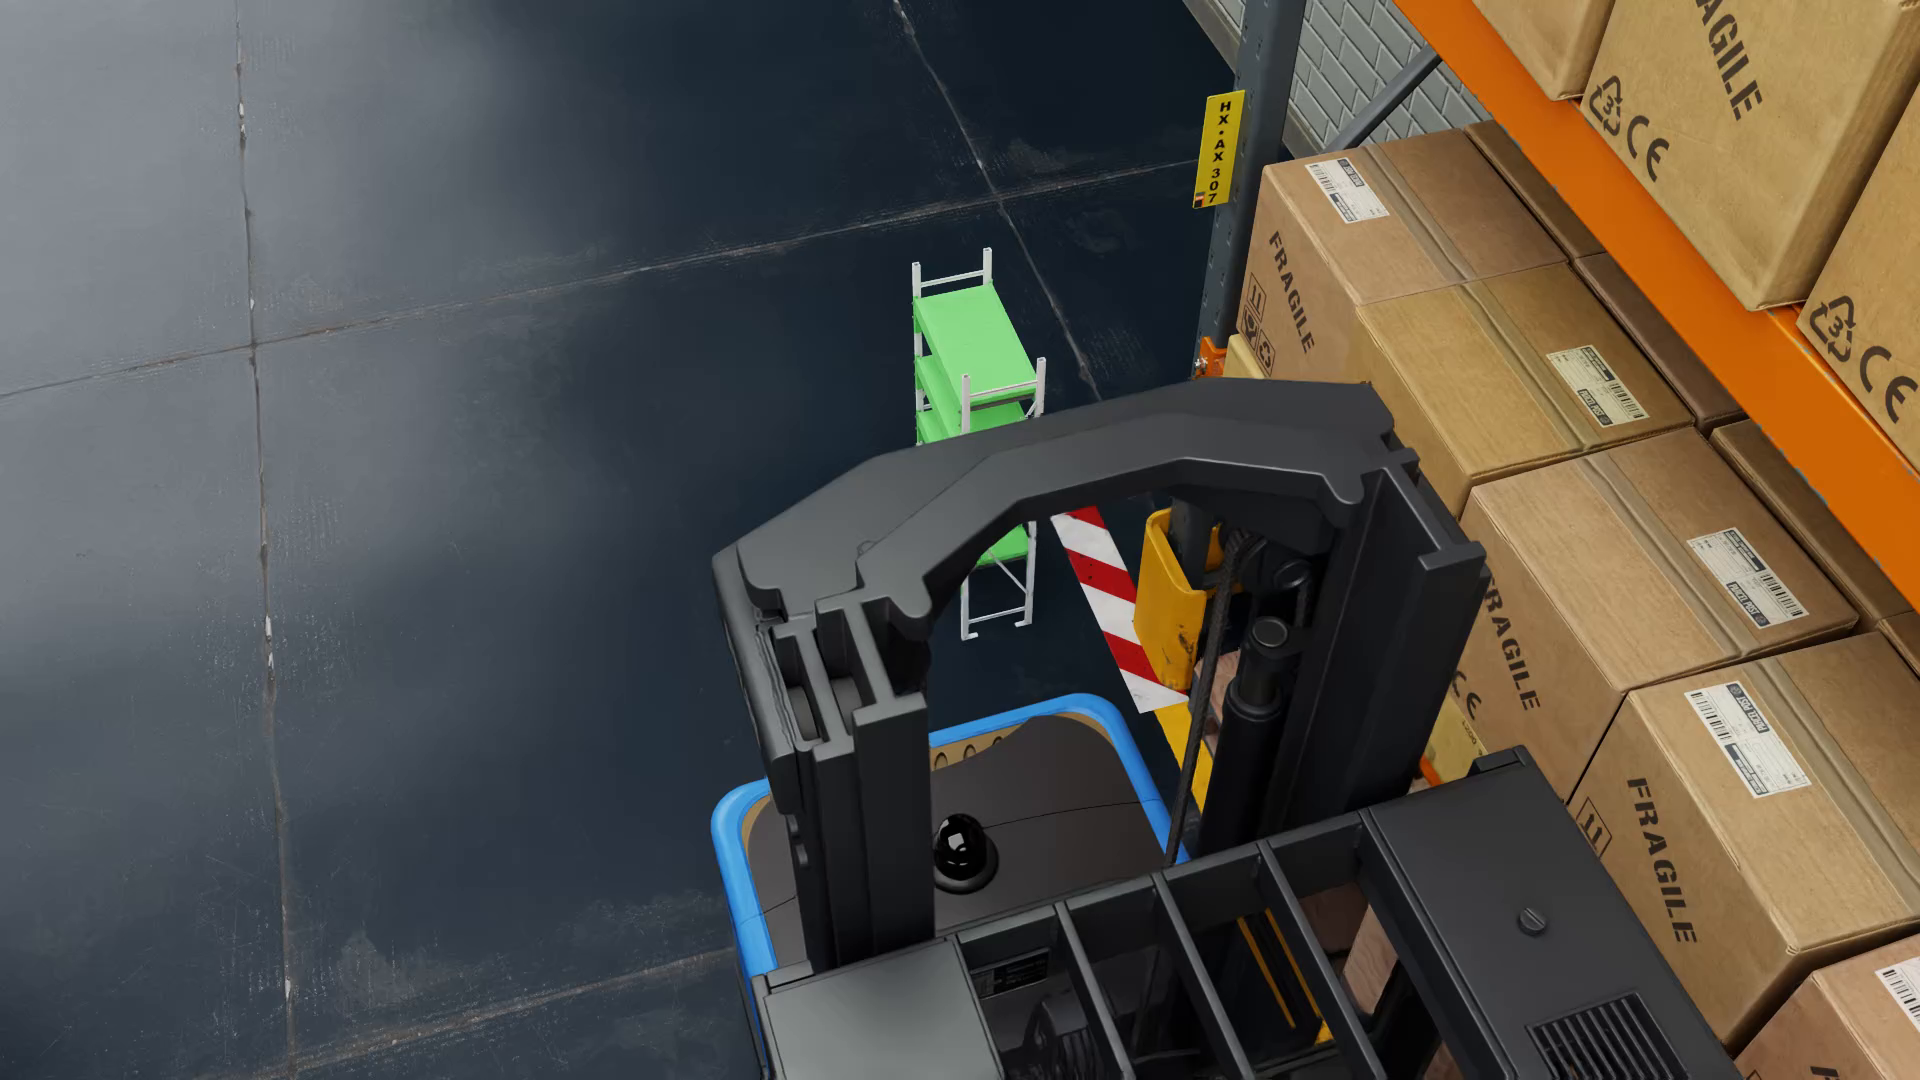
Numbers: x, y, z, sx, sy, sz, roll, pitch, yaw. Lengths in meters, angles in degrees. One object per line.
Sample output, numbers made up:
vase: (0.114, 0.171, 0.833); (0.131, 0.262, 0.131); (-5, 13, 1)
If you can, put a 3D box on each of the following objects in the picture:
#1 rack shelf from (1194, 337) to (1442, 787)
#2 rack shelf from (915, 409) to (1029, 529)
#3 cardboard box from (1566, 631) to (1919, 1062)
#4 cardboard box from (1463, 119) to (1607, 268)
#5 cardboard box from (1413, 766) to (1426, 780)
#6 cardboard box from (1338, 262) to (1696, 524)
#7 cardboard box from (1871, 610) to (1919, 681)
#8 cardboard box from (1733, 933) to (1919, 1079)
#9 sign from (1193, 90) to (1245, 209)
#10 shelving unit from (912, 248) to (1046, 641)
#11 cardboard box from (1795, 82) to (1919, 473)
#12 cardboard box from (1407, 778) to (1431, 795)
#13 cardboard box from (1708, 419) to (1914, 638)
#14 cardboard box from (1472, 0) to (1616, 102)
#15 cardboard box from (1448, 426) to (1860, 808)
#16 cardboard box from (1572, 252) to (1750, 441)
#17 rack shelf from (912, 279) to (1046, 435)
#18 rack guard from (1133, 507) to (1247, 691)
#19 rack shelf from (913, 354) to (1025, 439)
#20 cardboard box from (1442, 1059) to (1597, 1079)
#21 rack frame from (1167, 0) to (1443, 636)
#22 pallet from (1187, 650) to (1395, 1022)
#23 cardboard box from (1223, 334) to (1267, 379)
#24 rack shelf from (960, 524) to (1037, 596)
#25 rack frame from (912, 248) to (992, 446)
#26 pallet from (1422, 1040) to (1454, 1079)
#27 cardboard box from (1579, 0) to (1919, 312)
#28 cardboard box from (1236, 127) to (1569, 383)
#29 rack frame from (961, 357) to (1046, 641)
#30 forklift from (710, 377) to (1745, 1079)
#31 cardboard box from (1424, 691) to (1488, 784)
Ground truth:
rack shelf: (1.736, 0.910, 3.492); (1.077, 0.370, 4.000); (-13, 51, -11)
rack shelf: (0.049, -0.225, 5.238); (0.258, 0.148, 0.480); (-13, 51, -11)
cardboard box: (1.446, 0.550, 2.919); (0.500, 0.500, 0.500); (-12, 51, -10)
cardboard box: (1.487, -0.687, 3.961); (0.500, 0.500, 0.500); (-14, 51, -11)
cardboard box: (1.263, 0.468, 4.865); (0.500, 0.311, 0.500); (-19, 52, -15)
cardboard box: (1.135, -0.203, 3.554); (0.500, 0.500, 0.500); (-13, 51, -11)
cardboard box: (1.932, 0.428, 3.022); (0.500, 0.500, 0.500); (-13, 51, -10)
cardboard box: (1.601, 0.930, 2.599); (0.500, 0.500, 0.500); (-15, 51, -12)
sign: (0.626, -0.939, 4.014); (0.100, 0.325, 0.005); (-13, 51, -11)
shelving unit: (0.049, -0.266, 5.189); (0.258, 1.200, 0.503); (-13, 51, -11)
cardboard box: (1.465, -0.323, 2.020); (0.500, 0.500, 0.500); (-10, 51, -9)
cardboard box: (1.432, 0.884, 4.514); (0.500, 0.311, 0.500); (-10, 51, -8)
cardboard box: (1.783, 0.060, 3.332); (0.500, 0.500, 0.500); (-15, 51, -12)
cardboard box: (1.129, -1.087, 2.664); (0.500, 0.500, 0.500); (-10, 51, -9)
cardboard box: (1.282, 0.176, 3.234); (0.500, 0.500, 0.500); (-15, 51, -12)
cardboard box: (1.626, -0.317, 3.650); (0.500, 0.500, 0.500); (-13, 51, -10)
rack shelf: (0.049, -0.534, 4.871); (0.258, 0.148, 0.480); (-13, 51, -11)
rack guard: (1.167, 0.078, 5.357); (1.175, 0.500, 0.348); (-13, 51, -11)
rack shelf: (0.049, -0.379, 5.055); (0.258, 0.148, 0.480); (-13, 51, -11)
cardboard box: (1.601, 1.370, 3.980); (0.700, 0.500, 0.500); (-16, 52, -13)
rack frame: (1.145, -0.783, 4.448); (1.000, 3.000, 0.127); (-13, 51, -11)
pallet: (1.374, 0.773, 4.961); (1.003, 0.211, 1.213); (-13, 51, -11)
cardboard box: (0.986, -0.313, 4.137); (0.500, 0.250, 0.500); (-15, 51, -12)
rack shelf: (0.049, -0.070, 5.422); (0.258, 0.148, 0.480); (-13, 51, -11)
rack frame: (-0.023, -0.444, 5.340); (0.240, 1.200, 0.015); (-13, 51, -11)
pallet: (1.731, 1.662, 4.211); (1.003, 0.211, 1.213); (-13, 51, -11)
cardboard box: (1.287, -0.709, 2.345); (0.500, 0.500, 0.500); (-11, 51, -9)
cardboard box: (0.999, -0.566, 3.860); (0.500, 0.500, 0.500); (-13, 51, -11)
rack frame: (0.121, -0.088, 5.039); (0.240, 1.200, 0.015); (-13, 51, -11)
forklift: (0.352, 1.291, 2.745); (1.130, 2.935, 3.031); (-14, 51, -12)
cardboard box: (1.298, 0.437, 3.505); (0.500, 0.250, 0.500); (-14, 51, -12)
